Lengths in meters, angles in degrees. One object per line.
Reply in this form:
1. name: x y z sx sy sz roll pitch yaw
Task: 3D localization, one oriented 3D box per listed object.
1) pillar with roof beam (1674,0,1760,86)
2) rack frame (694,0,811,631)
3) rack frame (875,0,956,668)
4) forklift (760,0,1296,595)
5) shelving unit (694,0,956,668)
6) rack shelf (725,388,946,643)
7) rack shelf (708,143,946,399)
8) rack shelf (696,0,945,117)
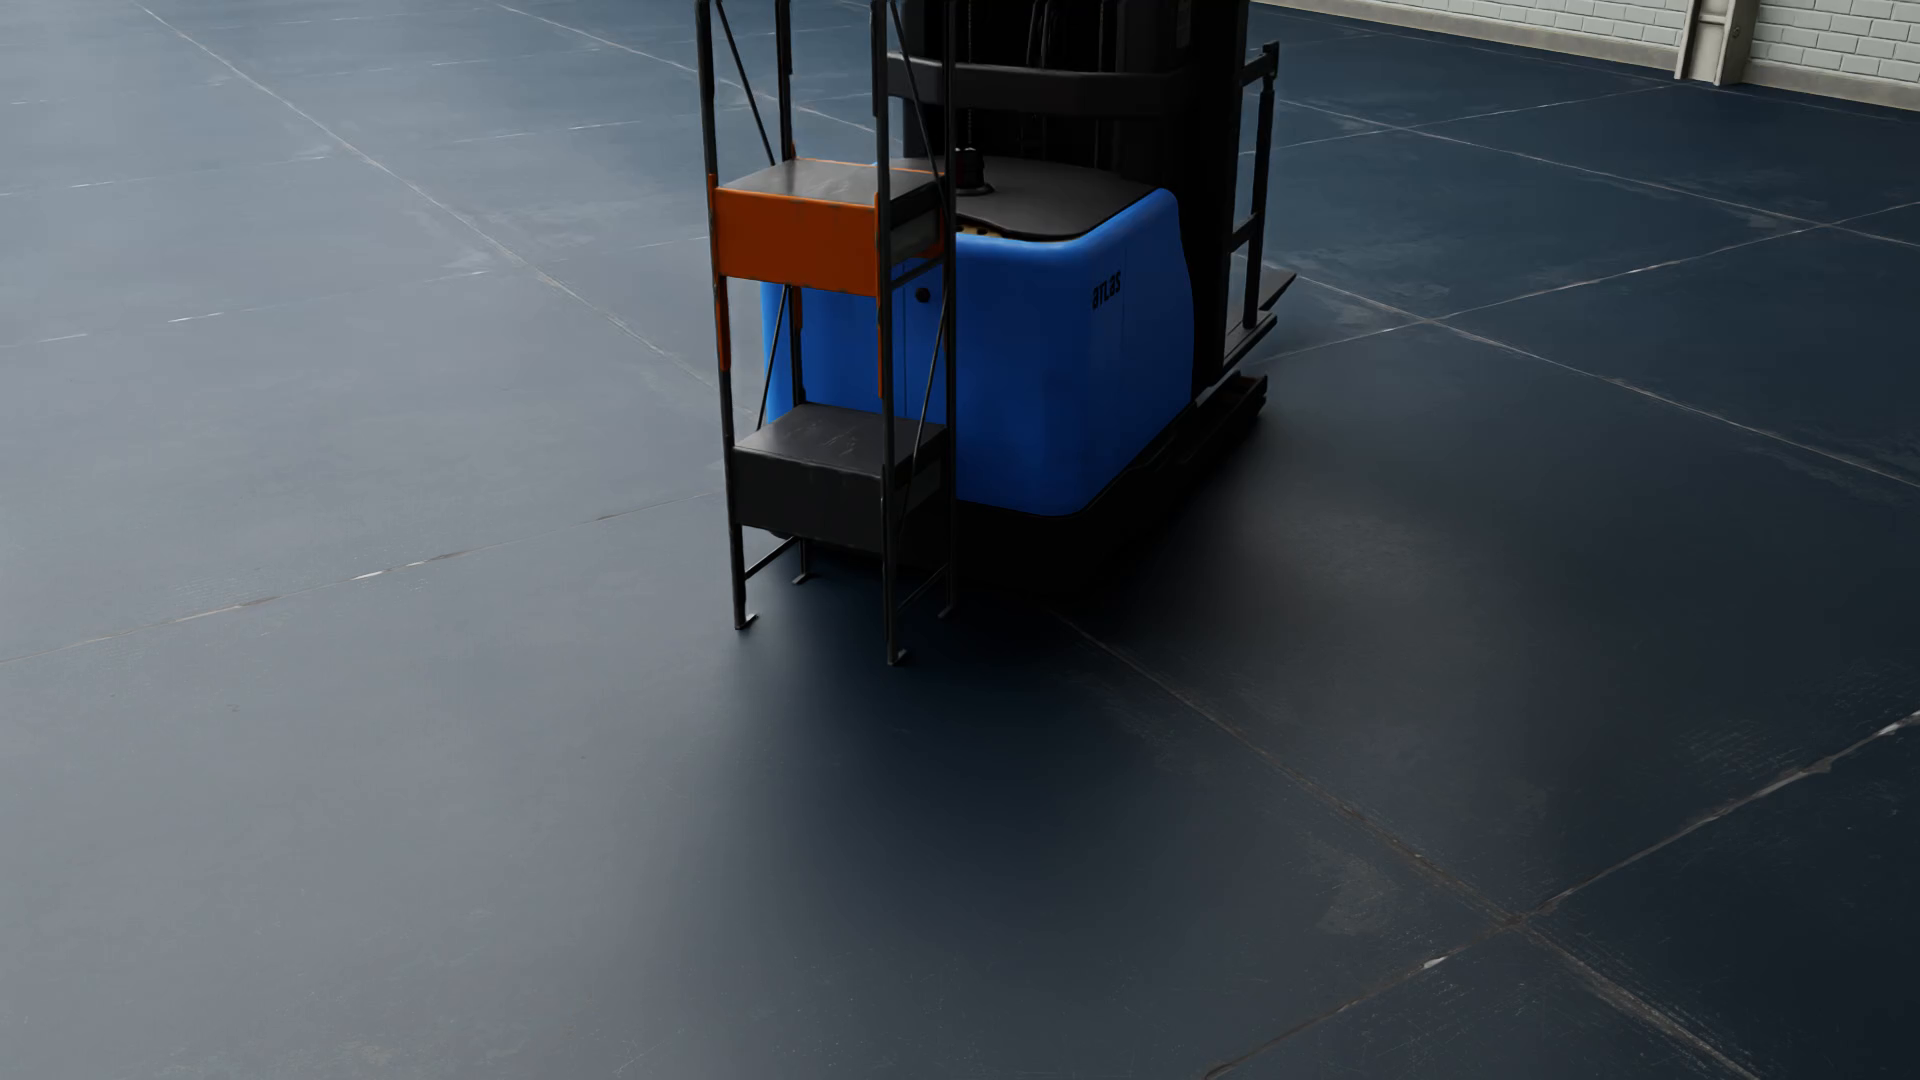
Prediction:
1. pillar with roof beam: 2.103 -6.575 8.636 9.100 9.000 0.400 -16 29 -30
2. rack frame: -0.544 -0.770 4.422 0.015 2.100 0.400 12 28 23
3. rack frame: -0.104 -0.680 4.231 0.015 2.100 0.400 12 28 23
4. forklift: 0.495 -1.767 5.560 1.130 2.935 3.031 12 28 23
5. shelving unit: -0.324 -0.725 4.327 0.503 2.100 0.431 12 28 23
6. rack shelf: -0.324 -0.080 4.631 0.480 0.518 0.431 12 28 23
7. rack shelf: -0.324 -0.713 4.332 0.480 0.518 0.431 12 28 23
8. rack shelf: -0.324 -1.346 4.034 0.480 0.518 0.431 12 28 23
